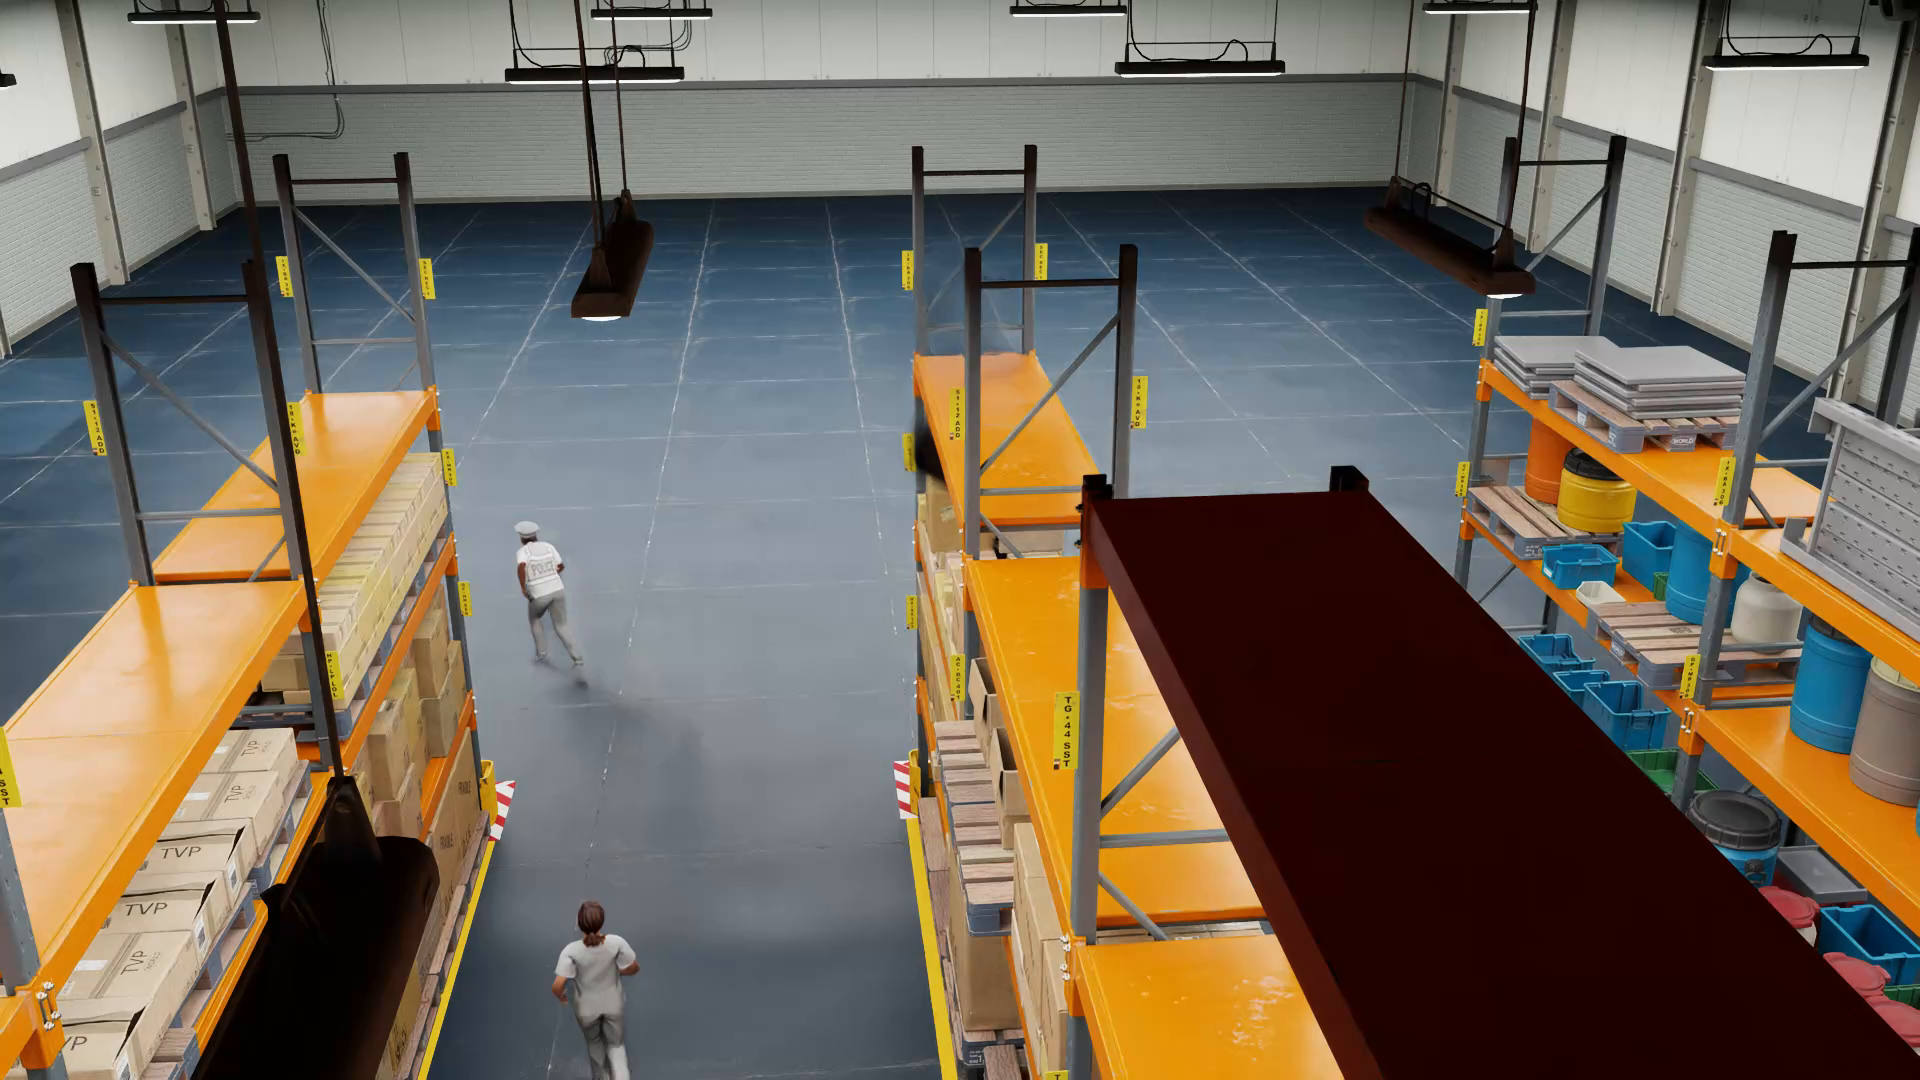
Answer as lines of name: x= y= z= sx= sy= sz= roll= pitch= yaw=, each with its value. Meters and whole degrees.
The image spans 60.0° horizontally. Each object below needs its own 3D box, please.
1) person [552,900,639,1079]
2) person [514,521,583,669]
person: x=-2.452 y=3.208 z=11.299 sx=0.589 sy=1.670 sz=0.794 roll=-7 pitch=23 yaw=-17
person: x=-4.405 y=0.686 z=17.842 sx=0.986 sy=1.624 sz=0.617 roll=20 pitch=29 yaw=41
